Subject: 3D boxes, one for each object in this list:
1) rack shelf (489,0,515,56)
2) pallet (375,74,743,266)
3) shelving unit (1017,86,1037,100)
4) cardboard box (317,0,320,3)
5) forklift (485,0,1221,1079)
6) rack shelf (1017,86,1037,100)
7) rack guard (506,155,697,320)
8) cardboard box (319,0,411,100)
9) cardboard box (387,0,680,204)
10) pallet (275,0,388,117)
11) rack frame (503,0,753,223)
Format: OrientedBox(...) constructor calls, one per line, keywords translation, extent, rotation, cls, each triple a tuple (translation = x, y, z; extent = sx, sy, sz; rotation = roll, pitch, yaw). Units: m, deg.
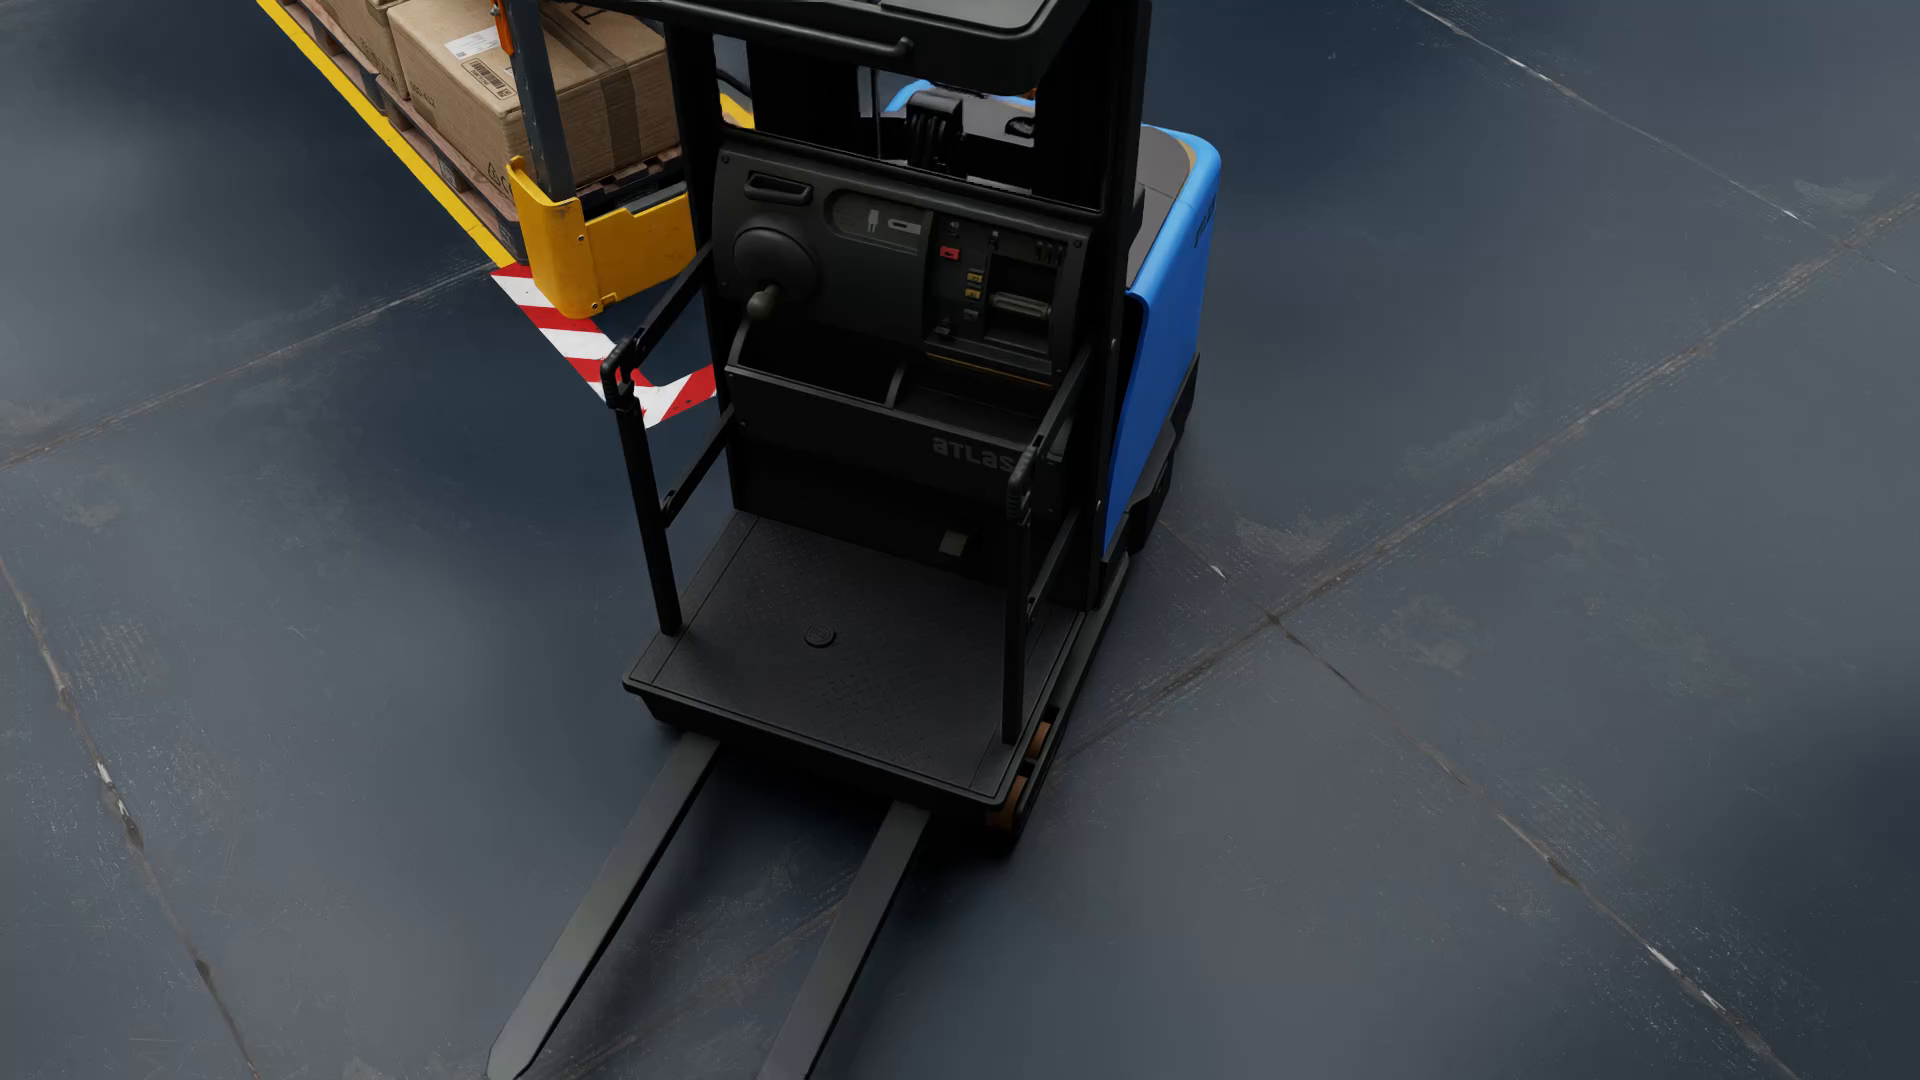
OrientedBox(translation=(-2.251, -3.092, 6.514), extent=(1.077, 0.370, 4.000), rotation=(-29, 54, -24), cls="rack shelf")
OrientedBox(translation=(-1.586, -1.654, 6.607), extent=(1.003, 0.211, 1.213), rotation=(-29, 54, -24), cls="pallet")
OrientedBox(translation=(0.192, -1.170, 5.500), extent=(0.503, 1.200, 0.258), rotation=(16, 50, 14), cls="shelving unit")
OrientedBox(translation=(-2.625, -2.848, 7.253), extent=(0.875, 0.438, 0.875), rotation=(-31, 55, -25), cls="cardboard box")
OrientedBox(translation=(-0.231, -0.550, 3.770), extent=(1.130, 2.935, 3.031), rotation=(16, 50, 14), cls="forklift")
OrientedBox(translation=(0.192, -1.435, 5.210), extent=(0.480, 0.148, 0.258), rotation=(16, 50, 14), cls="rack shelf")
OrientedBox(translation=(-1.025, -1.301, 6.092), extent=(1.175, 0.500, 0.348), rotation=(-29, 54, -24), cls="rack guard")
OrientedBox(translation=(-2.080, -2.315, 6.770), extent=(0.875, 0.438, 0.875), rotation=(-28, 54, -23), cls="cardboard box")
OrientedBox(translation=(-1.519, -1.779, 6.284), extent=(0.875, 0.438, 0.875), rotation=(-31, 55, -25), cls="cardboard box")
OrientedBox(translation=(-2.321, -2.373, 7.259), extent=(1.003, 0.211, 1.213), rotation=(-29, 54, -24), cls="pallet")
OrientedBox(translation=(-1.040, -2.155, 5.179), extent=(1.000, 3.000, 0.127), rotation=(-29, 54, -24), cls="rack frame")
